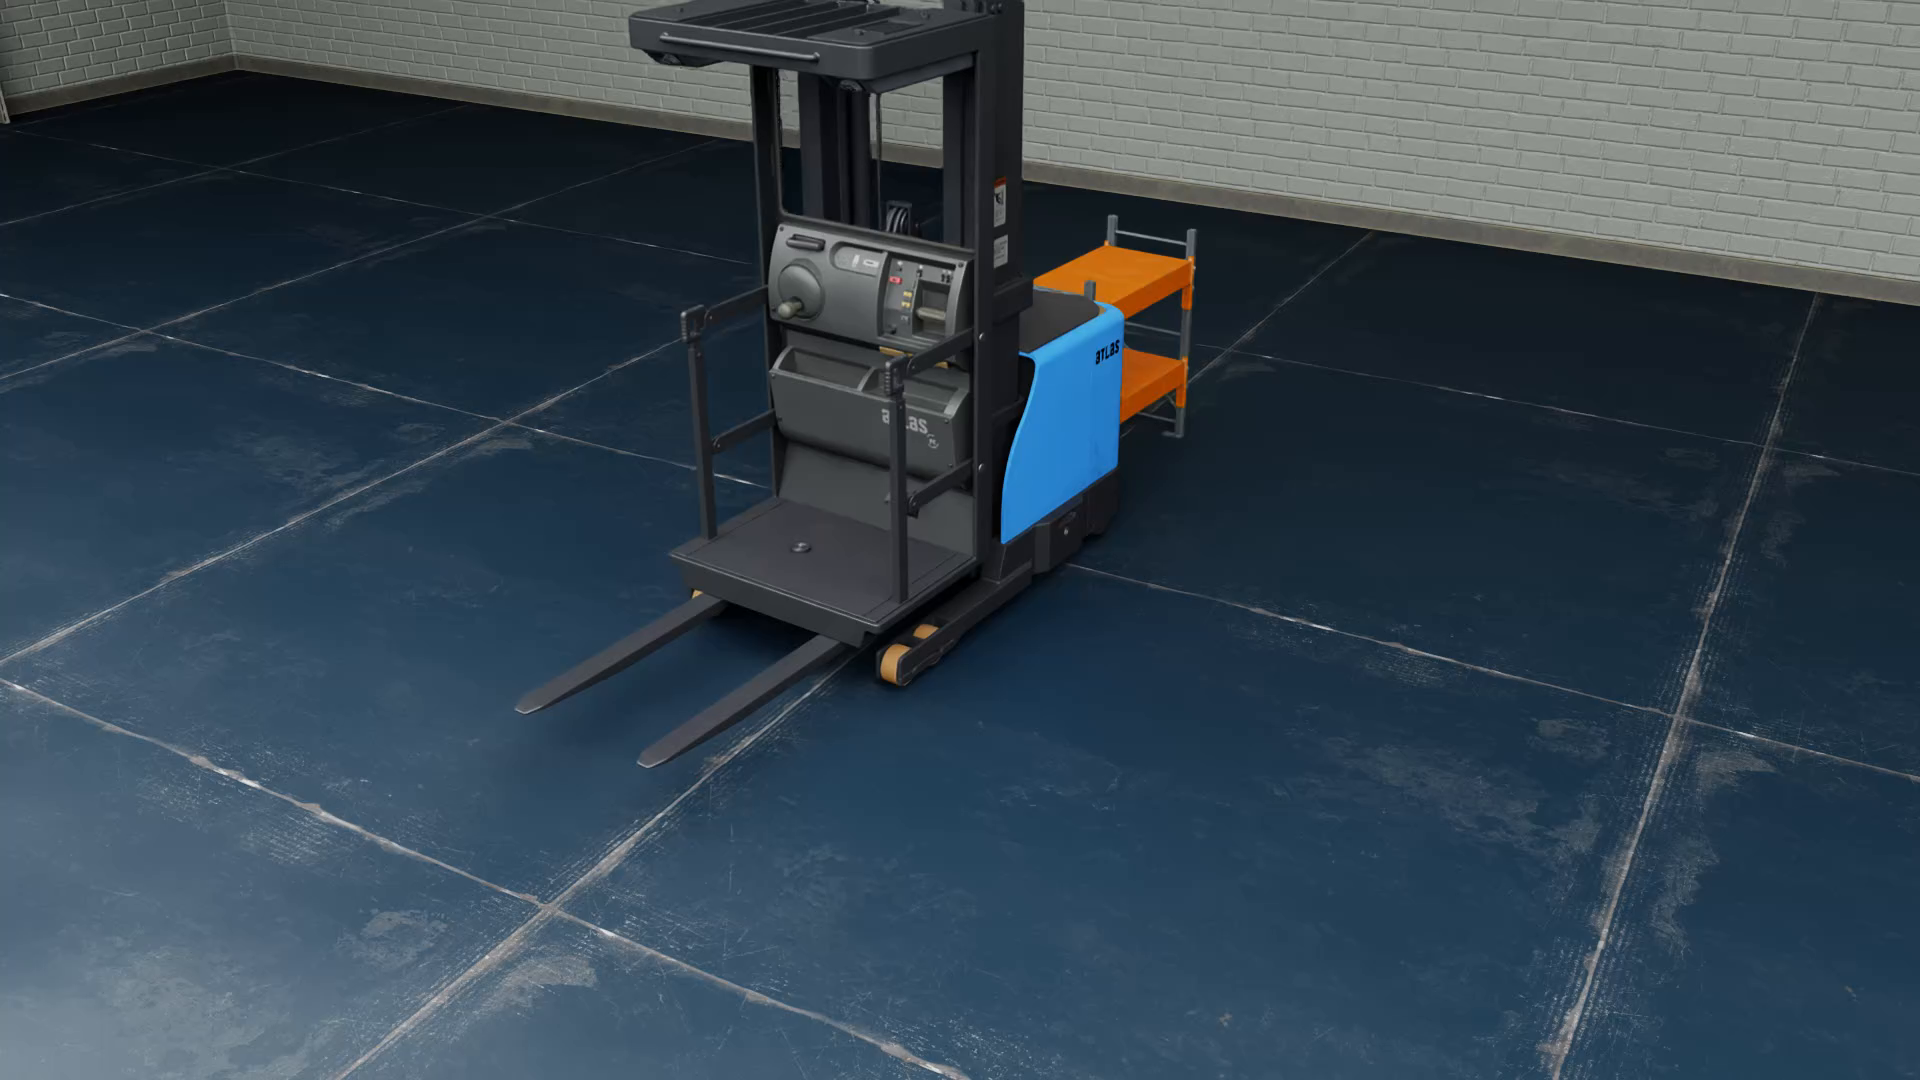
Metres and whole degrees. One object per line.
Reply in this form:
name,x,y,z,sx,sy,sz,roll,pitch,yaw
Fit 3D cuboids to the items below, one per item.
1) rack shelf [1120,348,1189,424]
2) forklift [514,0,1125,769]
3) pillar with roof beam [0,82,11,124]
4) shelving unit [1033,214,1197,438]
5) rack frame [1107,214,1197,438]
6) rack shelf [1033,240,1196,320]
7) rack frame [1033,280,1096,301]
rack shelf,0.692,-0.707,8.451,0.538,0.278,1.000,17,31,30
forklift,-0.492,-0.975,6.423,1.130,2.935,3.031,17,31,30
pillar with roof beam,-5.357,-6.937,11.556,9.100,9.000,0.400,14,30,26
shelving unit,0.692,-0.925,8.342,0.538,1.125,1.048,17,31,30
rack frame,0.978,-1.113,8.718,0.500,1.125,0.032,17,31,30
rack shelf,0.692,-1.187,8.211,0.538,0.278,1.000,17,31,30
rack frame,0.406,-0.737,7.966,0.500,1.125,0.032,17,31,30
